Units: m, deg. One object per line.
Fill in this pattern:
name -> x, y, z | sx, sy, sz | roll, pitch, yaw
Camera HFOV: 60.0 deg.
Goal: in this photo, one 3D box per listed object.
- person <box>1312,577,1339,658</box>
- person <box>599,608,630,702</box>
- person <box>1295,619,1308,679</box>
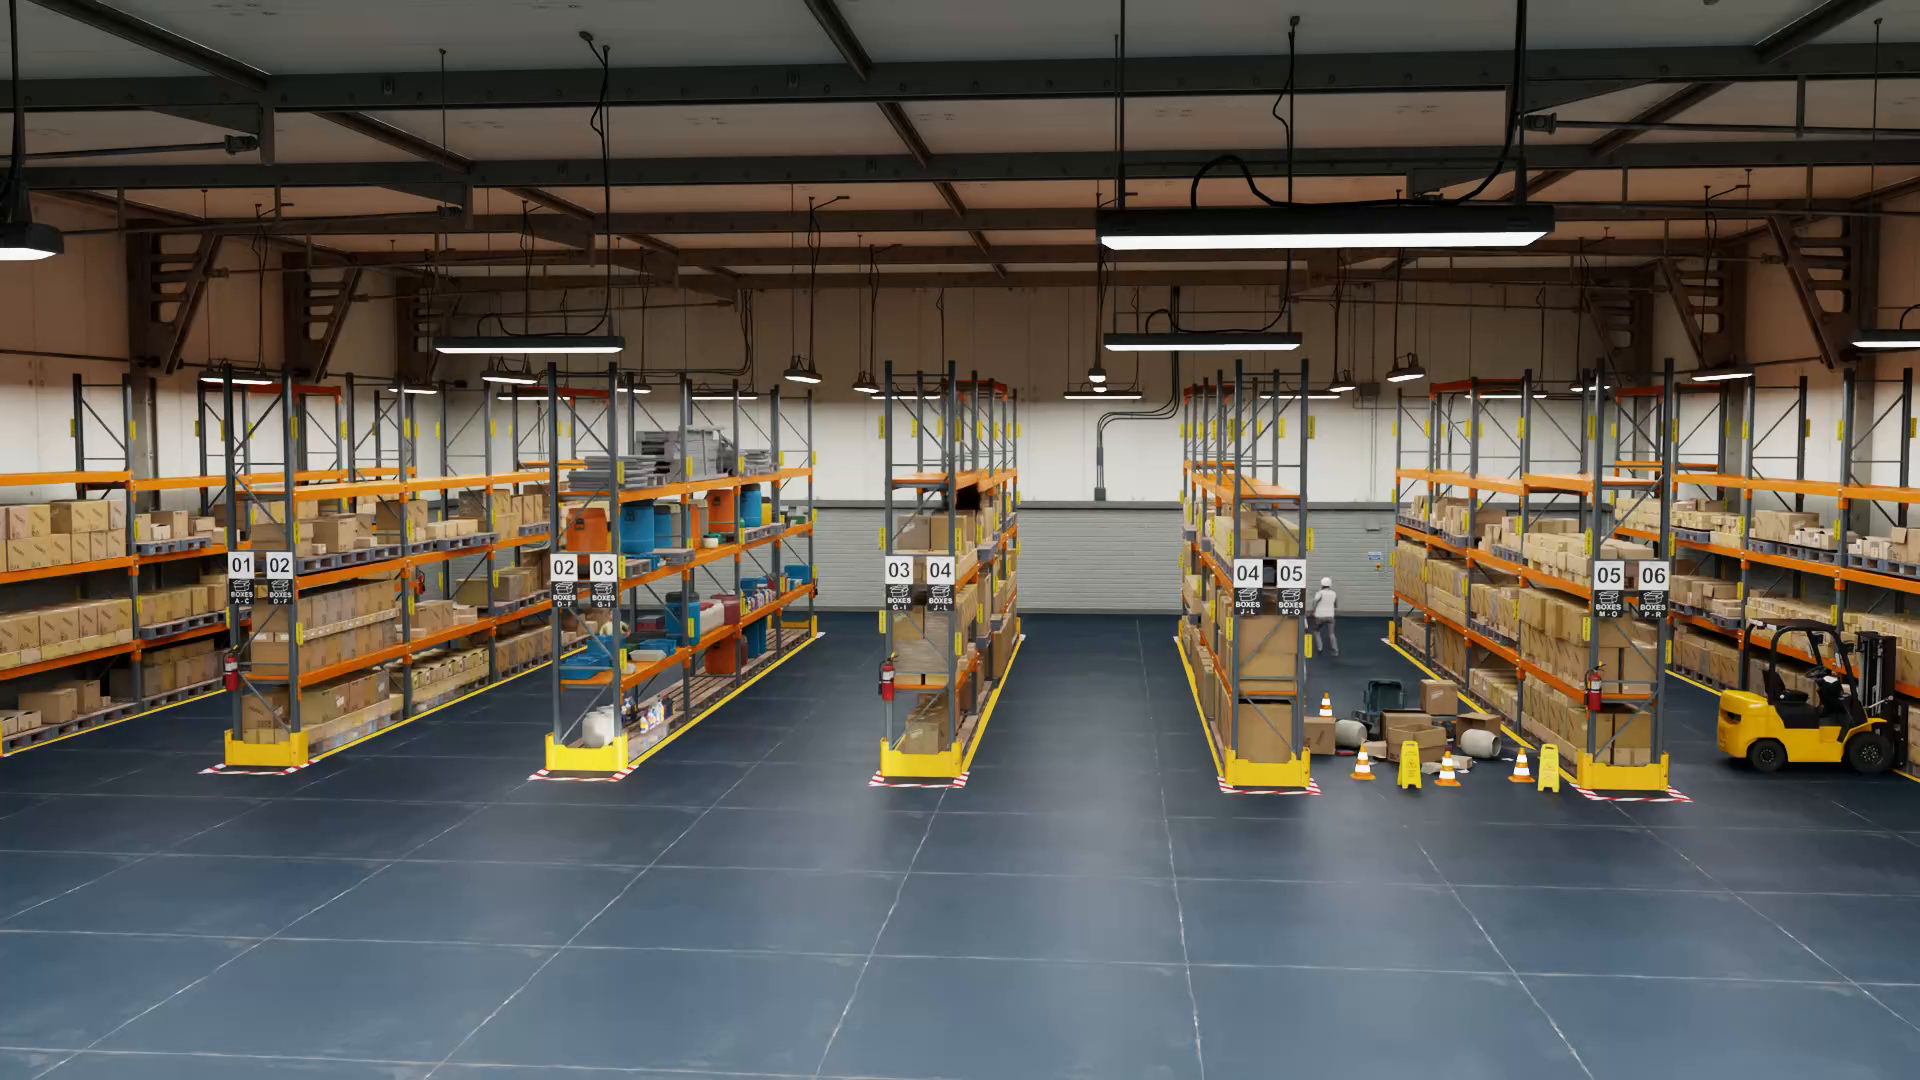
person -> 7.998, 1.724, 36.474 | 0.660, 1.809, 0.878 | -1, 4, -8
person -> -6.438, 2.110, 30.937 | 0.570, 1.688, 0.904 | 0, 4, -4
person -> 6.552, 2.040, 32.717 | 0.602, 1.625, 0.634 | 0, 4, -6
